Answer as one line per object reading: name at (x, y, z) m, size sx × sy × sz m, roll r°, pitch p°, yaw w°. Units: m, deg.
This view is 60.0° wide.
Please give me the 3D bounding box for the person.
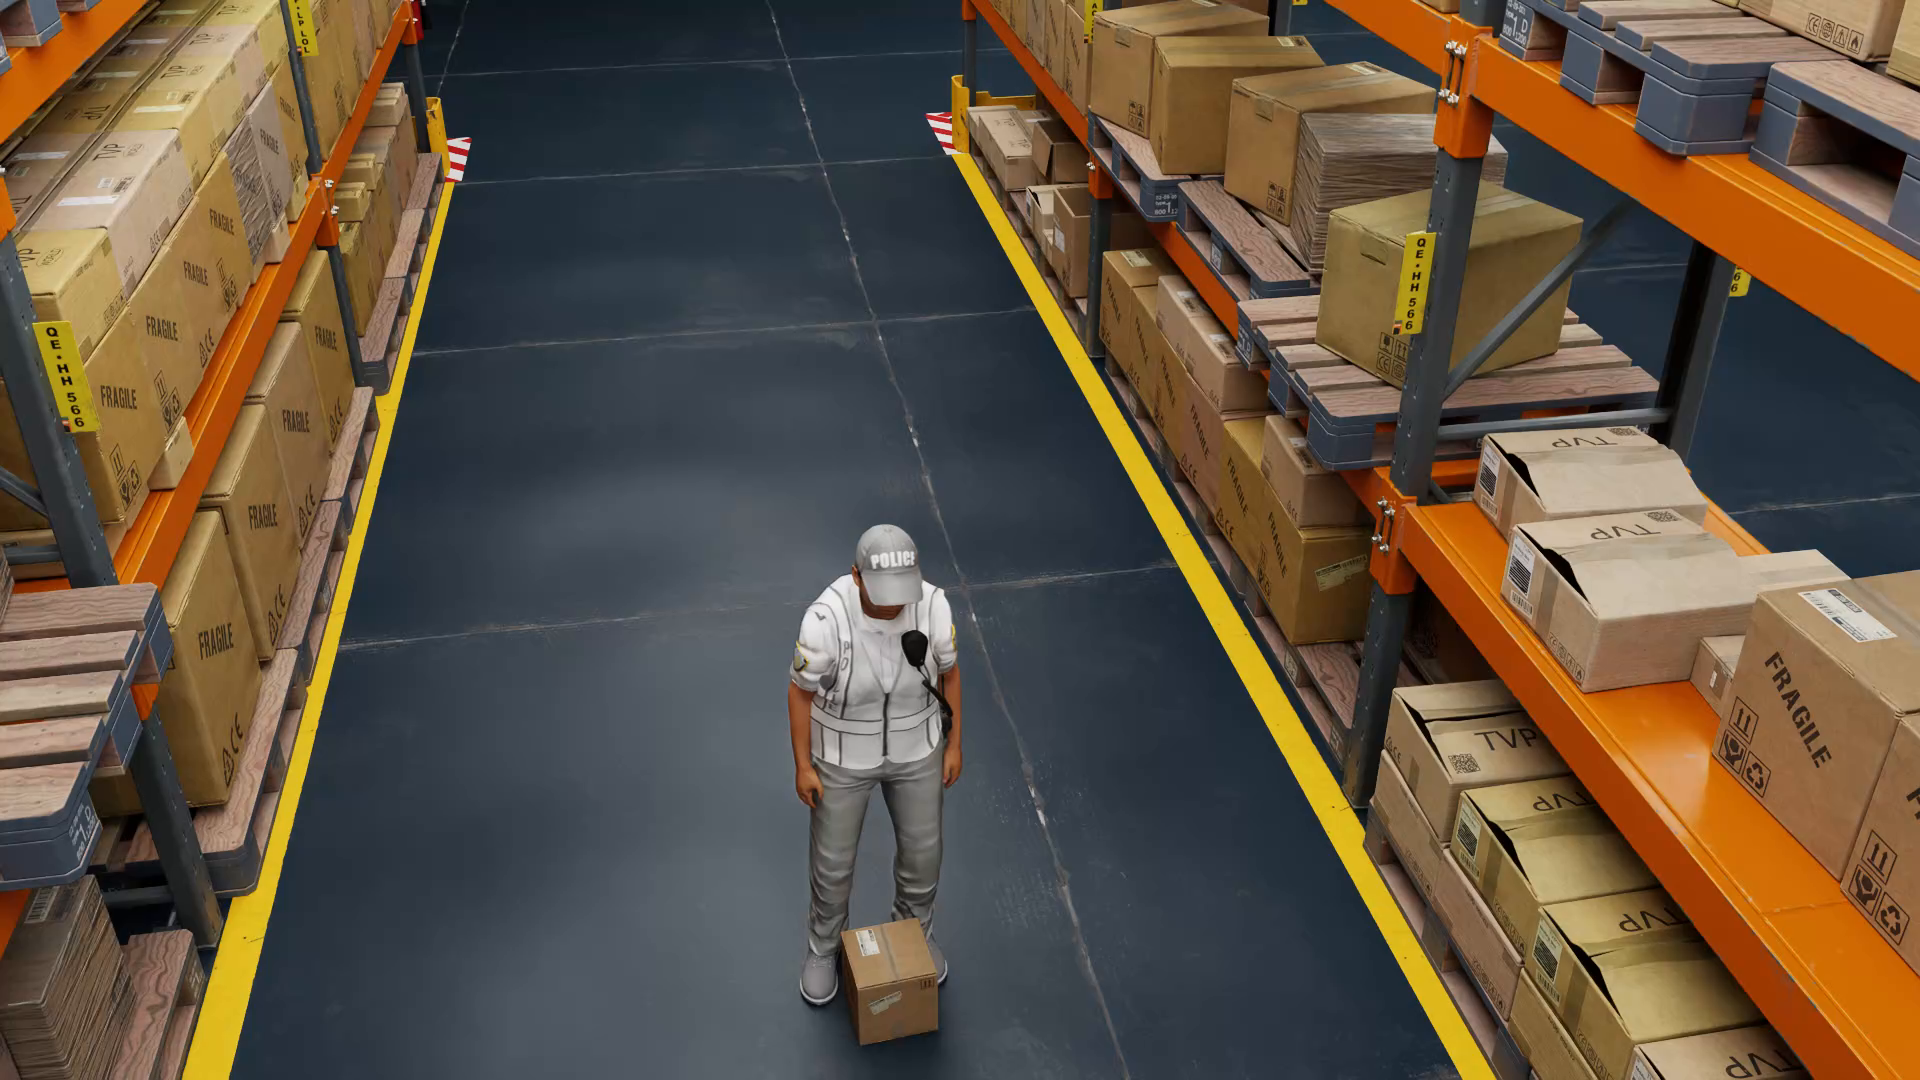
person at (-0.257, 0.662, 5.019) m, size 0.561 × 1.665 × 0.471 m, roll -7°, pitch 32°, yaw -12°
